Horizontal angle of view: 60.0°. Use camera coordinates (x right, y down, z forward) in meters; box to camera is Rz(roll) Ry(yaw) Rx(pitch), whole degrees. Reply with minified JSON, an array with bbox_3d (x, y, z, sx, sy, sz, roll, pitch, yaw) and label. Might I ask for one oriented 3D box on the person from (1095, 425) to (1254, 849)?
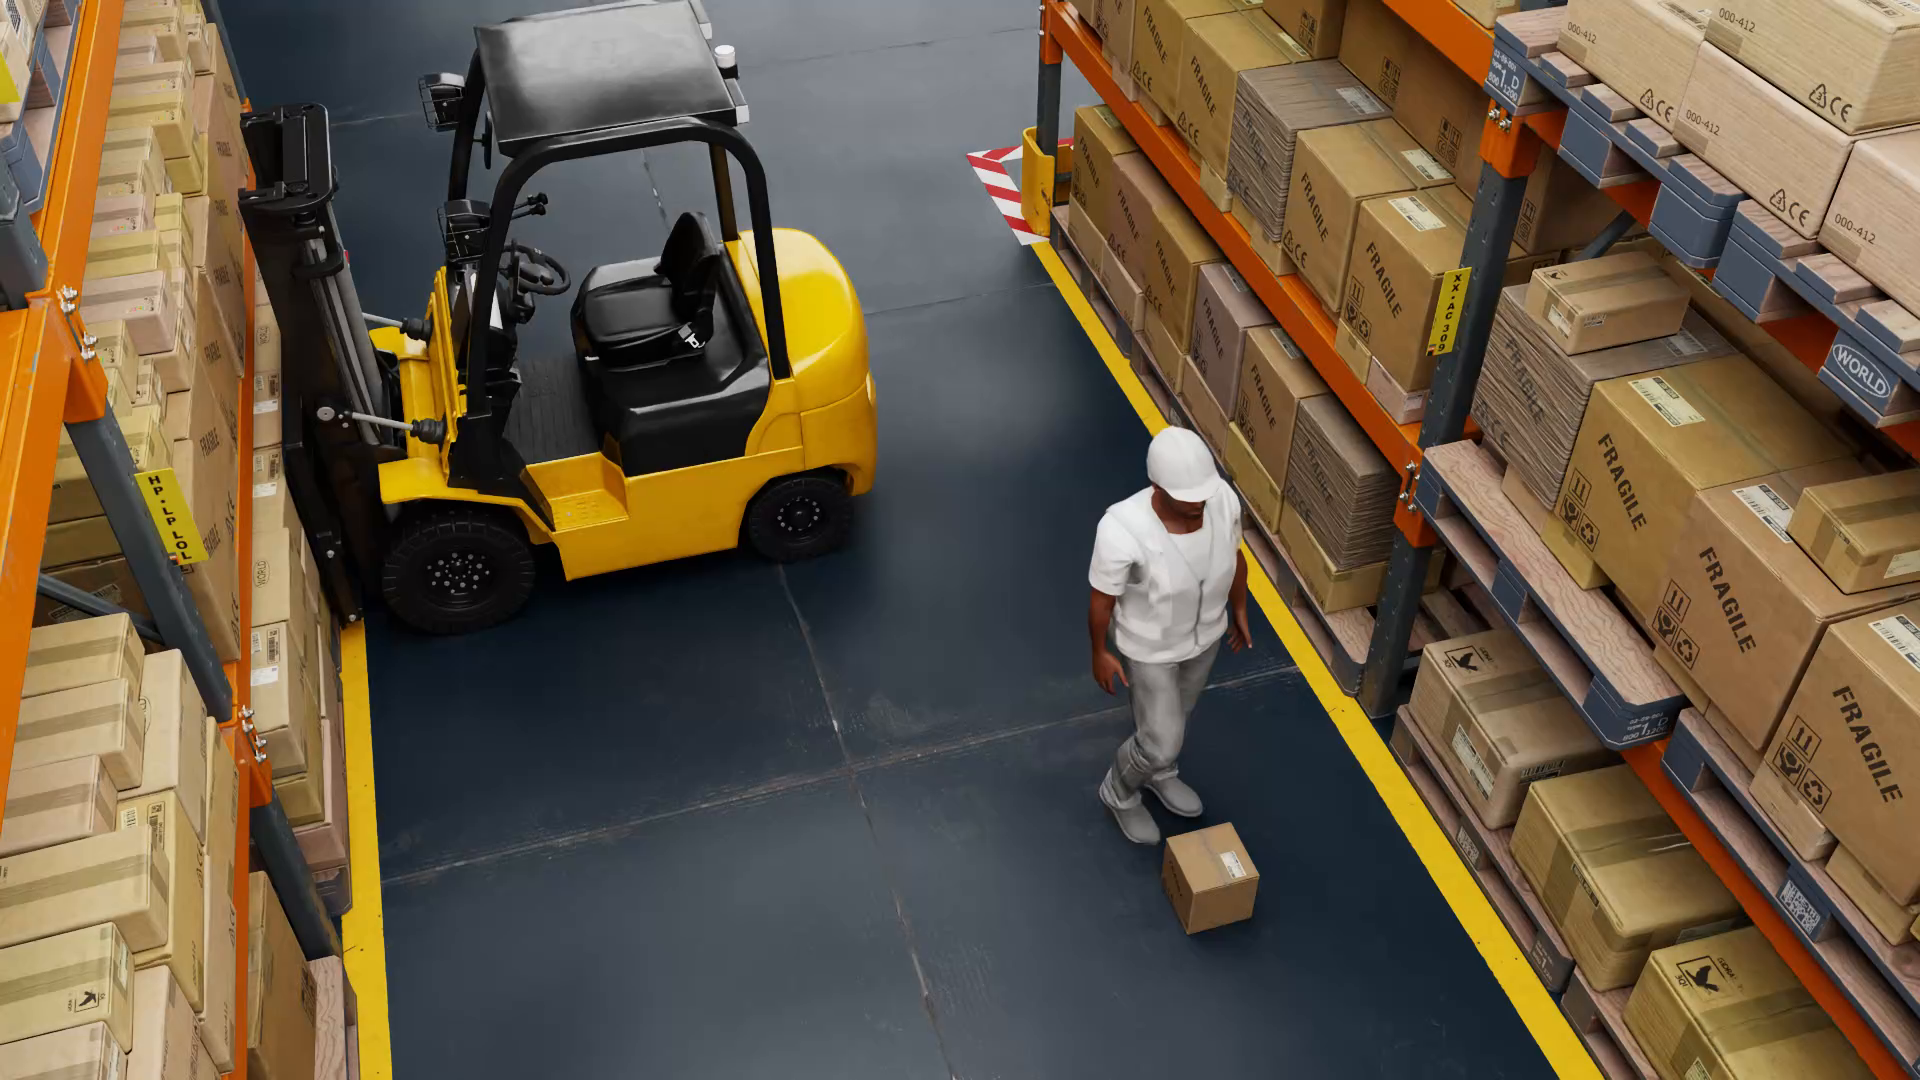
[{"bbox_3d":[0.746,0.356,5.752,0.563,1.765,0.407,-12,43,-13],"label":"person"}]
